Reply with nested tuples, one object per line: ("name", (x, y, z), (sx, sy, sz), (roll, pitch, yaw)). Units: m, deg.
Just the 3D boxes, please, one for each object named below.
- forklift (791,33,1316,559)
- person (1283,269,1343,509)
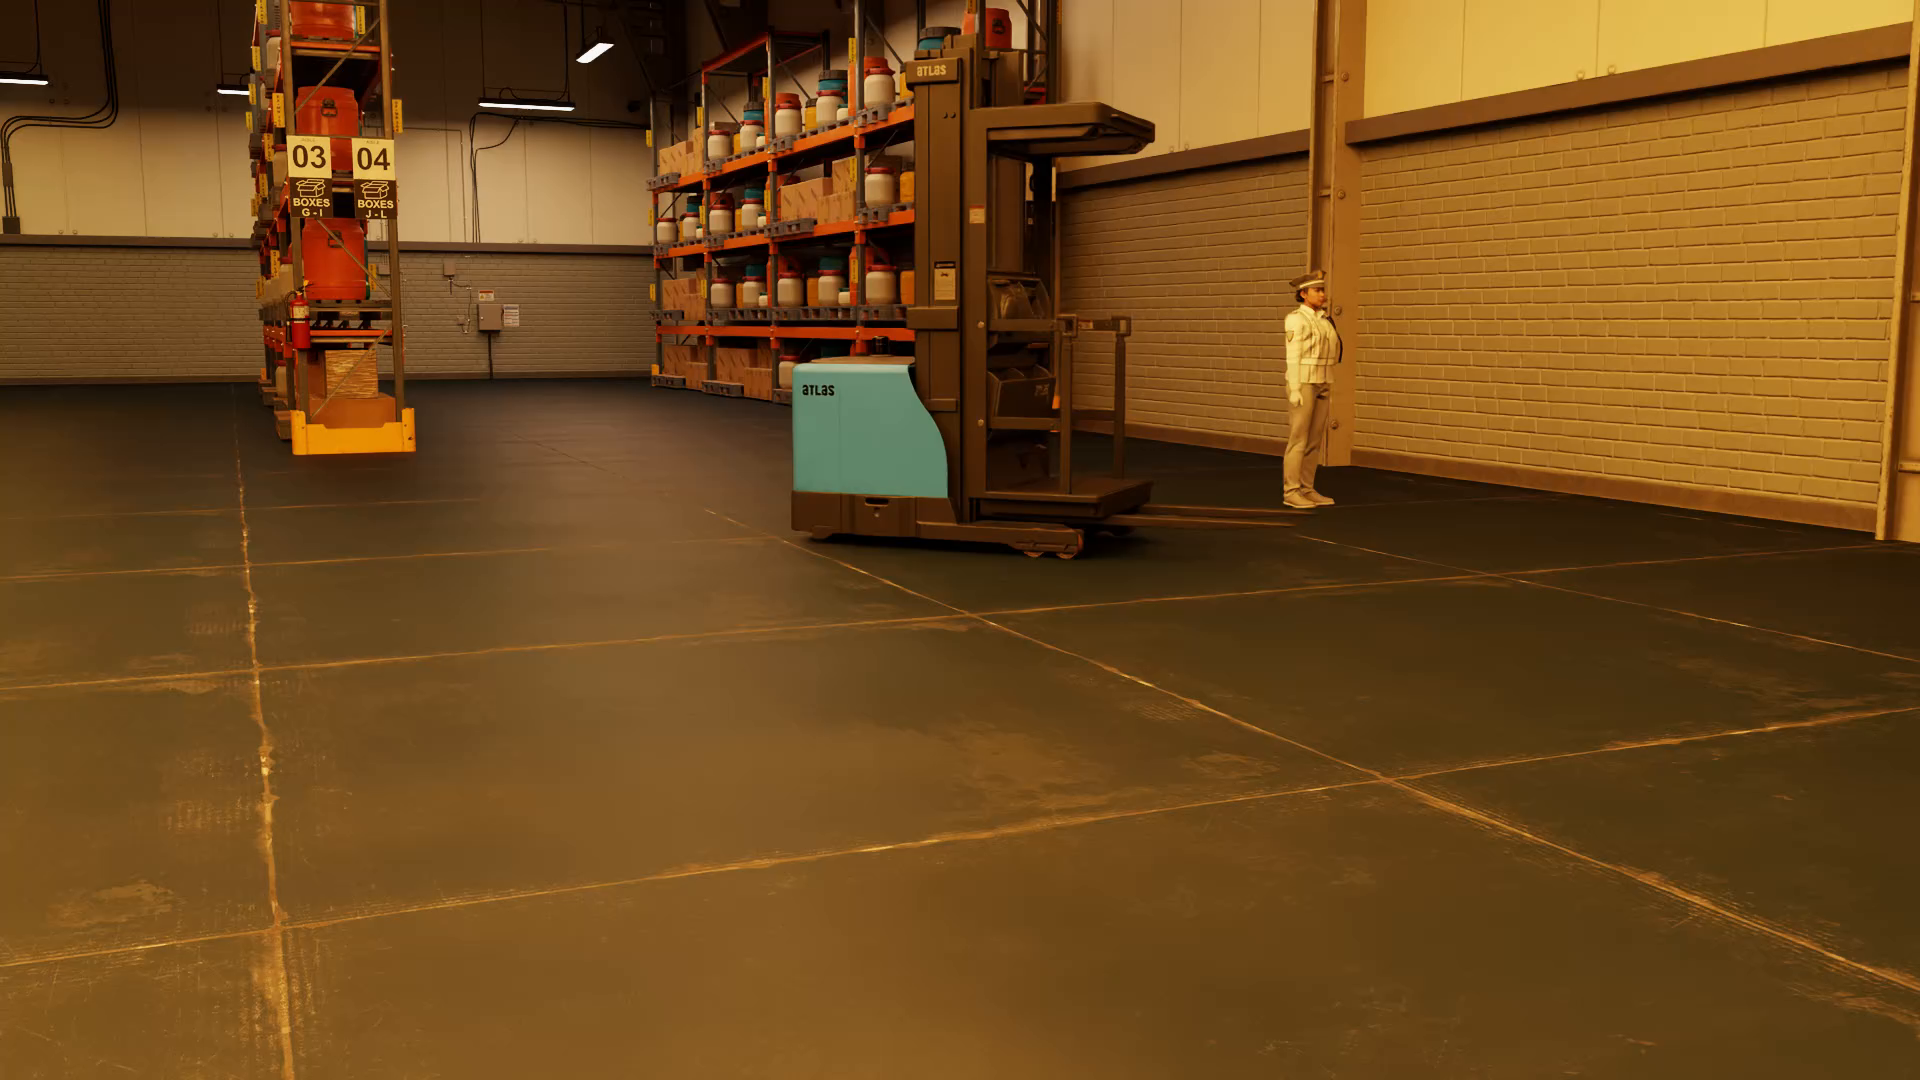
("forklift", (0.543, -1.426, 9.756), (3.031, 2.935, 1.130), (3, 8, 23))
("person", (2.518, -1.085, 11.935), (0.341, 1.693, 0.461), (7, 10, 43))
